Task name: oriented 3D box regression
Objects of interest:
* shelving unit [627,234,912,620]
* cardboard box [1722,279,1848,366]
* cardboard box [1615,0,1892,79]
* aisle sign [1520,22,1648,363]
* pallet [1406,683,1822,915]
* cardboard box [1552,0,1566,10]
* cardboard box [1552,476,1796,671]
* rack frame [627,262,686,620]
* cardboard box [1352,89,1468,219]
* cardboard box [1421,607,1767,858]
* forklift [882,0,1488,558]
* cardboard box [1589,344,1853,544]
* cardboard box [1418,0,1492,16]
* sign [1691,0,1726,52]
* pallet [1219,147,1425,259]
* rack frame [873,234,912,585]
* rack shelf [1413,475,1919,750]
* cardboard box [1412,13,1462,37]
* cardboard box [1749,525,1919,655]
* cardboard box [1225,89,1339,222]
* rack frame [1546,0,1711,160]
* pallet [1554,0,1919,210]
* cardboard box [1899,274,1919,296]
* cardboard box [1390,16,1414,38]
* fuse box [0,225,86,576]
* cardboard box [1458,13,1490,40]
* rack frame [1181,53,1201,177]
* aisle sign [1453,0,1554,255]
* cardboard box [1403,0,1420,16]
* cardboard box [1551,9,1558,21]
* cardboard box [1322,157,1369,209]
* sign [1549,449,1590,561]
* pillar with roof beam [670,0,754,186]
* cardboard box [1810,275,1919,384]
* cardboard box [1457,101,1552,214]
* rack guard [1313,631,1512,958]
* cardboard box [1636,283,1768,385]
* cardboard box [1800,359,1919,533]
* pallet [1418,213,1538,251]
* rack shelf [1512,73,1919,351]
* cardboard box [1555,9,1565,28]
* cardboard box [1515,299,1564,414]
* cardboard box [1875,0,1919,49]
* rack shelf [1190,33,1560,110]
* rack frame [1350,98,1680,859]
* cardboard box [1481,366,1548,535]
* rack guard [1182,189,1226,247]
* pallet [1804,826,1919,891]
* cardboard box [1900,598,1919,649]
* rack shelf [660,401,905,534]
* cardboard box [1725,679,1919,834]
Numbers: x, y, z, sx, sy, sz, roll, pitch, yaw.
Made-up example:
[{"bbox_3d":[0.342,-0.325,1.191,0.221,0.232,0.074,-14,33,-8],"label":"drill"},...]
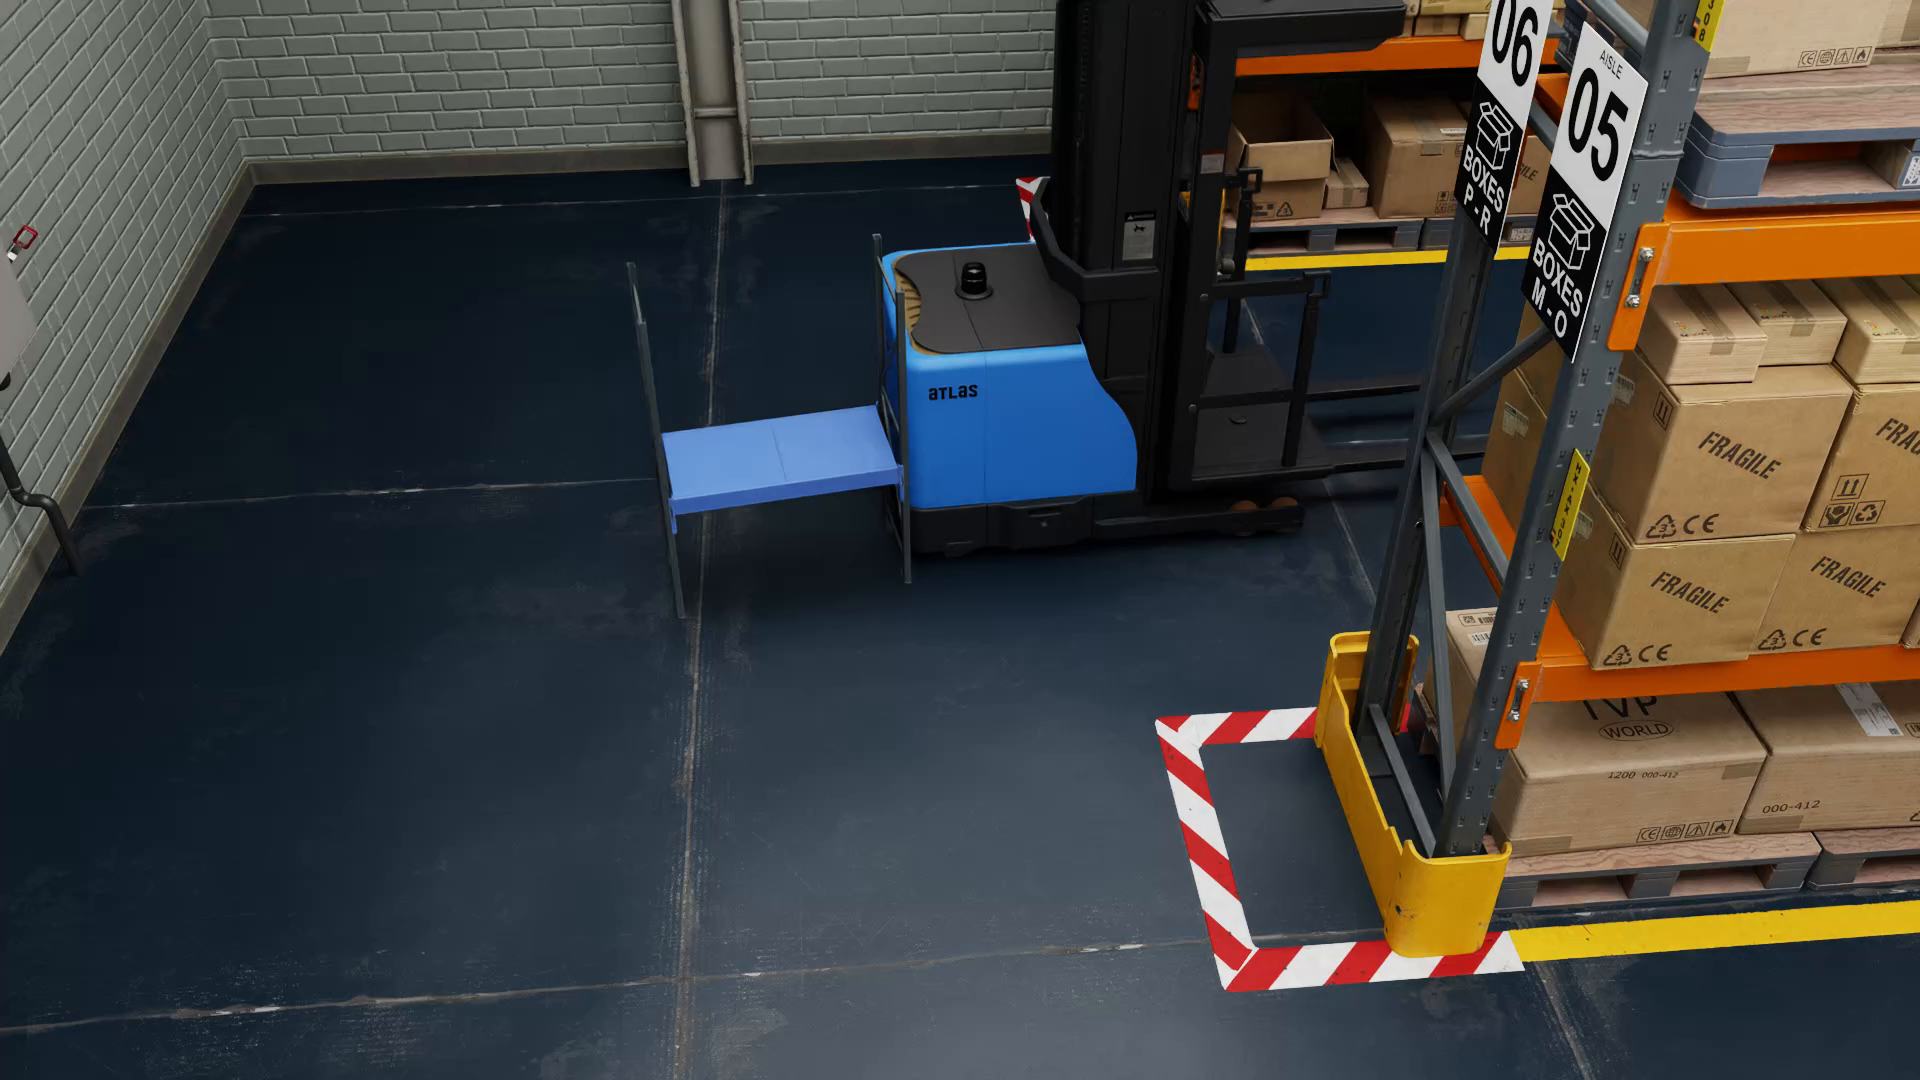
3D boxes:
[{"bbox_3d":[-0.786,-0.465,7.129,1.048,1.500,0.538,-9,39,-11],"label":"shelving unit"},{"bbox_3d":[2.307,-0.662,4.755,0.250,0.149,0.380,-2,38,-3],"label":"cardboard box"},{"bbox_3d":[2.114,-1.471,4.473,0.500,0.250,0.500,-6,39,-8],"label":"cardboard box"},{"bbox_3d":[1.628,-0.906,4.378,0.004,0.787,0.394,-3,38,-4],"label":"aisle sign"},{"bbox_3d":[2.464,0.934,6.396,1.213,0.211,1.003,-3,38,-4],"label":"pallet"},{"bbox_3d":[3.221,-3.146,9.197,0.500,0.250,0.500,-4,38,-5],"label":"cardboard box"},{"bbox_3d":[2.178,0.043,5.193,0.500,0.500,0.500,-3,38,-4],"label":"cardboard box"},{"bbox_3d":[-1.280,-0.391,7.034,0.032,1.500,0.500,-9,39,-11],"label":"rack frame"},{"bbox_3d":[2.703,-2.312,9.938,0.500,0.500,0.700,-2,38,-2],"label":"cardboard box"},{"bbox_3d":[2.323,0.675,6.203,0.875,0.438,0.875,-4,38,-6],"label":"cardboard box"},{"bbox_3d":[1.165,-1.487,7.269,3.031,2.935,1.130,-5,39,-7],"label":"forklift"},{"bbox_3d":[2.177,-0.351,4.885,0.500,0.500,0.500,-4,38,-5],"label":"cardboard box"},{"bbox_3d":[2.713,-3.105,9.144,0.500,0.250,0.500,-4,38,-5],"label":"cardboard box"},{"bbox_3d":[1.717,-1.277,3.756,0.005,0.325,0.100,-3,38,-4],"label":"sign"},{"bbox_3d":[2.101,-2.084,10.221,1.213,0.211,1.003,-3,38,-4],"label":"pallet"},{"bbox_3d":[-0.292,-0.539,7.223,0.032,1.500,0.500,-9,39,-11],"label":"rack frame"},{"bbox_3d":[3.666,0.104,5.777,4.000,0.370,1.077,-3,38,-4],"label":"rack shelf"},{"bbox_3d":[2.612,-2.953,9.274,0.250,0.149,0.380,-3,38,-3],"label":"cardboard box"},{"bbox_3d":[2.679,-0.002,5.250,0.500,0.500,0.500,-4,38,-5],"label":"cardboard box"},{"bbox_3d":[1.848,-2.291,9.908,0.637,0.503,0.797,-5,39,-6],"label":"cardboard box"},{"bbox_3d":[1.674,-2.423,3.557,0.127,3.000,1.000,-3,38,-4],"label":"rack frame"},{"bbox_3d":[2.412,-1.258,4.573,1.213,0.211,1.003,-3,38,-4],"label":"pallet"},{"bbox_3d":[2.837,-0.631,4.716,0.250,0.149,0.380,-4,38,-5],"label":"cardboard box"},{"bbox_3d":[2.348,-2.935,9.251,0.250,0.149,0.380,-2,38,-3],"label":"cardboard box"},{"bbox_3d":[-3.981,-0.543,7.056,0.414,1.711,0.539,-3,38,-4],"label":"fuse box"},{"bbox_3d":[2.870,-2.921,9.233,0.250,0.149,0.380,-4,38,-5],"label":"cardboard box"},{"bbox_3d":[1.231,-3.131,9.296,0.127,3.000,1.000,-3,38,-4],"label":"rack frame"},{"bbox_3d":[1.575,-1.276,4.847,0.004,0.787,0.394,-3,38,-4],"label":"aisle sign"},{"bbox_3d":[2.209,-3.075,9.107,0.500,0.250,0.500,-3,38,-3],"label":"cardboard box"},{"bbox_3d":[3.131,-2.948,9.267,0.250,0.149,0.380,-2,38,-3],"label":"cardboard box"},{"bbox_3d":[2.275,-2.151,10.017,0.250,0.149,0.380,-5,39,-6],"label":"cardboard box"},{"bbox_3d":[1.717,-0.096,4.688,0.005,0.325,0.100,-3,38,-4],"label":"sign"},{"bbox_3d":[-1.153,-3.238,4.589,0.400,9.000,9.100,-3,38,-4],"label":"pillar with roof beam"},{"bbox_3d":[2.576,-0.605,4.684,0.250,0.149,0.380,-2,38,-3],"label":"cardboard box"},{"bbox_3d":[3.239,-2.279,9.896,0.500,0.500,0.500,-2,38,-3],"label":"cardboard box"},{"bbox_3d":[1.650,0.914,6.188,0.348,0.500,1.175,-3,38,-4],"label":"rack guard"},{"bbox_3d":[2.052,-0.603,4.682,0.250,0.149,0.380,-2,38,-3],"label":"cardboard box"},{"bbox_3d":[2.692,-0.383,4.926,0.500,0.500,0.500,-4,38,-5],"label":"cardboard box"},{"bbox_3d":[3.313,-2.149,10.304,1.213,0.211,1.003,-3,38,-4],"label":"pallet"},{"bbox_3d":[3.666,-1.073,4.848,4.000,0.370,1.077,-3,38,-4],"label":"rack shelf"},{"bbox_3d":[3.381,-3.004,9.339,0.250,0.149,0.380,-3,38,-4],"label":"cardboard box"},{"bbox_3d":[2.133,-0.673,5.294,0.500,0.500,0.500,-2,38,-2],"label":"cardboard box"},{"bbox_3d":[2.525,-1.504,4.596,0.250,0.149,0.380,-6,39,-7],"label":"cardboard box"},{"bbox_3d":[3.223,-2.958,9.658,4.000,0.370,1.077,-3,38,-4],"label":"rack shelf"},{"bbox_3d":[1.674,-0.068,5.415,0.127,3.000,1.000,-3,38,-4],"label":"rack frame"},{"bbox_3d":[2.131,-0.297,5.624,0.500,0.500,0.500,-3,38,-4],"label":"cardboard box"},{"bbox_3d":[1.306,-2.153,10.076,0.348,0.500,1.175,-3,38,-4],"label":"rack guard"},{"bbox_3d":[3.676,0.869,6.478,1.213,0.211,1.003,-3,38,-4],"label":"pallet"},{"bbox_3d":[3.187,-0.018,5.271,0.500,0.500,0.500,-3,38,-4],"label":"cardboard box"},{"bbox_3d":[-0.786,-0.324,7.240,1.000,0.185,0.538,-9,39,-11],"label":"rack shelf"},{"bbox_3d":[3.234,0.619,6.273,0.875,0.438,0.875,-2,38,-3],"label":"cardboard box"}]
